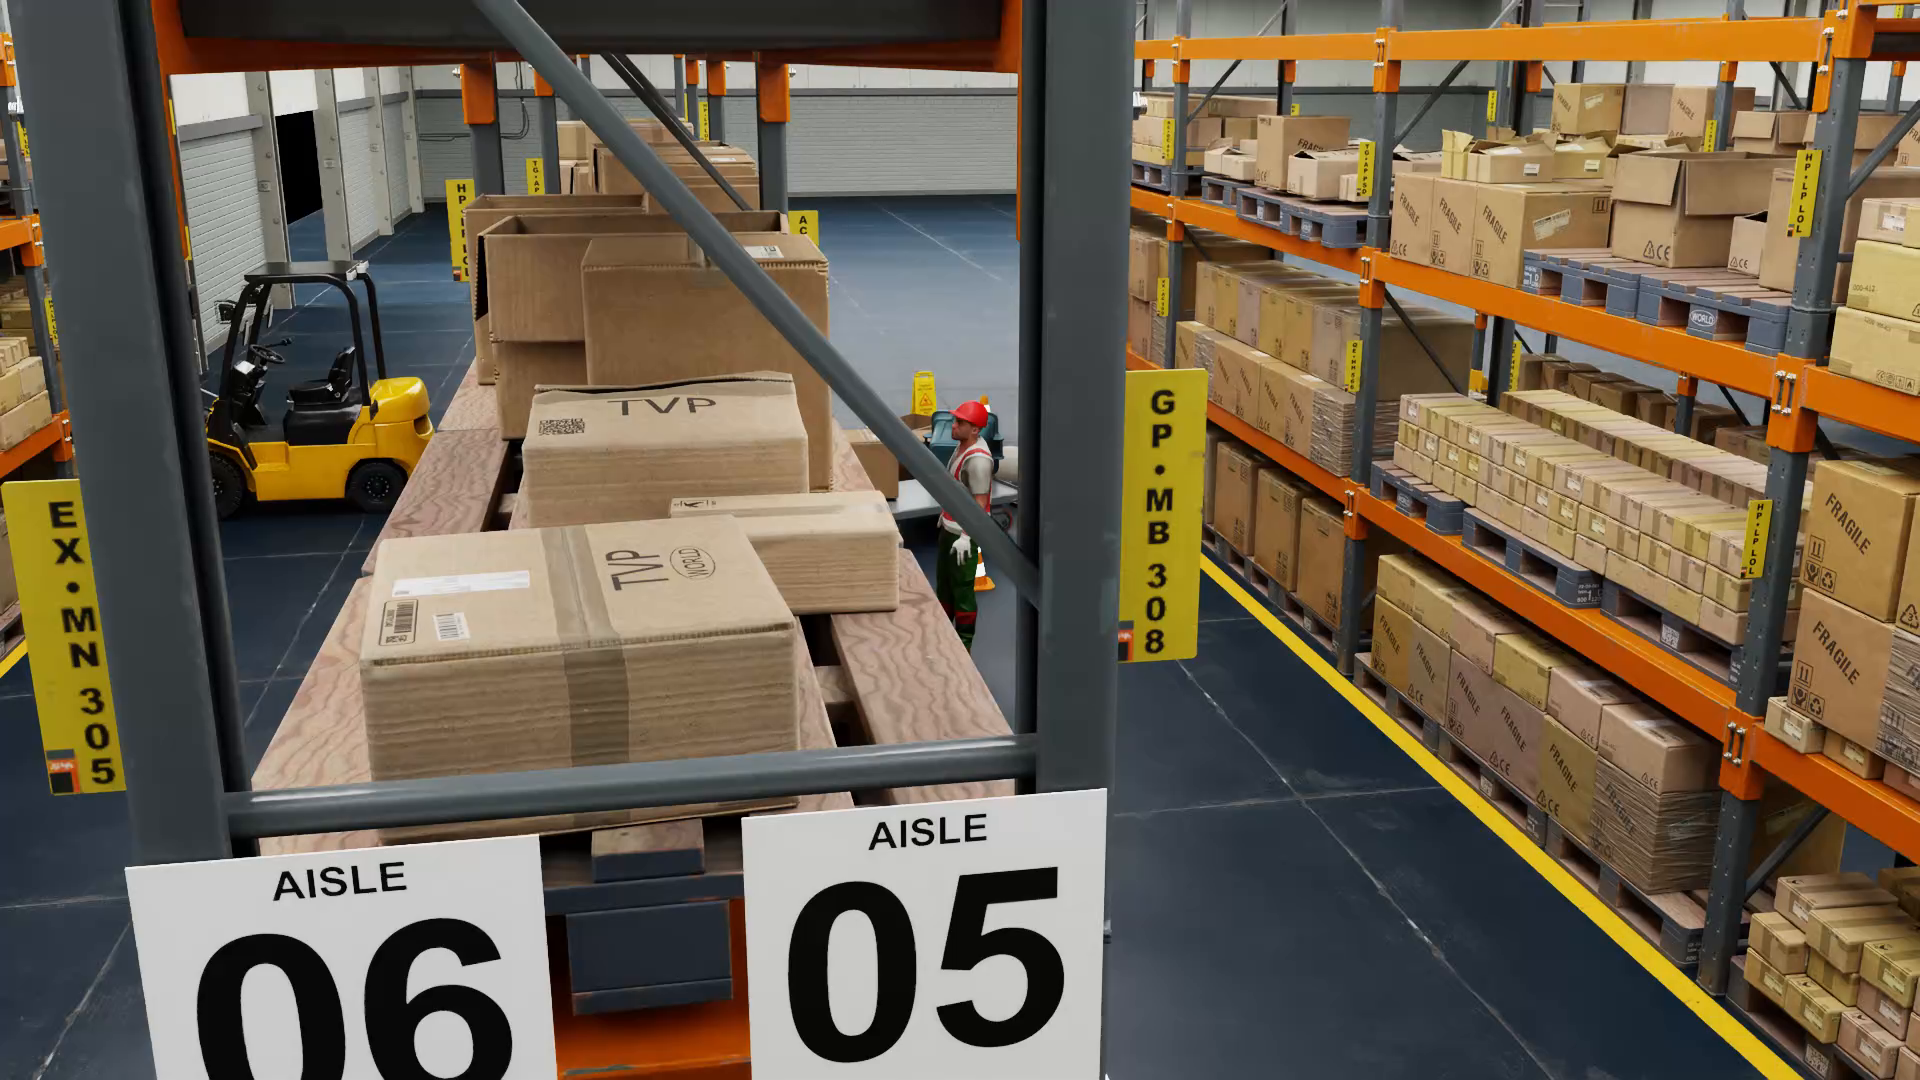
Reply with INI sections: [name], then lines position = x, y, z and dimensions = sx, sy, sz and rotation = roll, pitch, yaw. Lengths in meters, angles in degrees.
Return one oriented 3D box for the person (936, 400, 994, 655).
[person]
position = -0.065, -0.066, 11.182
dimensions = 0.565, 1.787, 0.638
rotation = -3, 16, -10
